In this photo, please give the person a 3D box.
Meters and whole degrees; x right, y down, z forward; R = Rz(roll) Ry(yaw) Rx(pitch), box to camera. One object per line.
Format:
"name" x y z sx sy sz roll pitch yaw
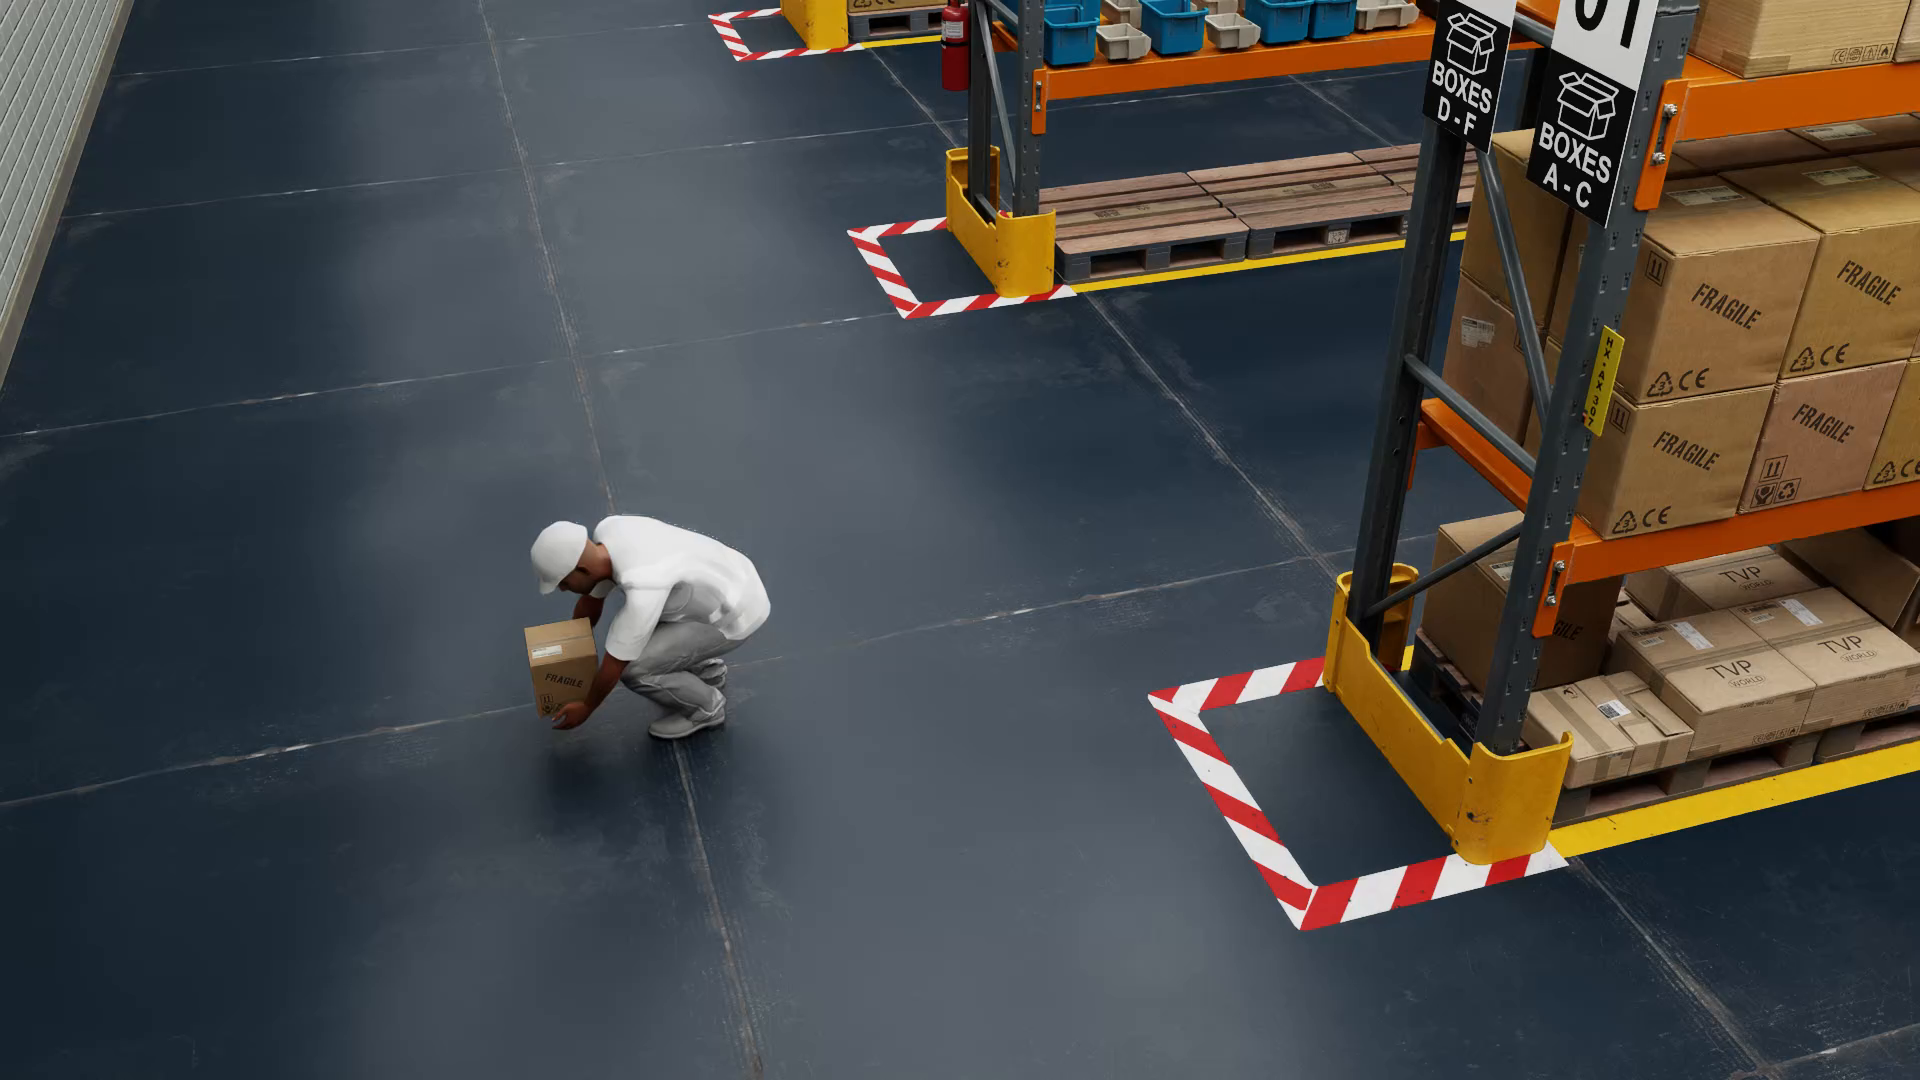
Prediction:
"person" -1.176 0.300 6.359 0.900 1.008 0.583 -10 35 -15
